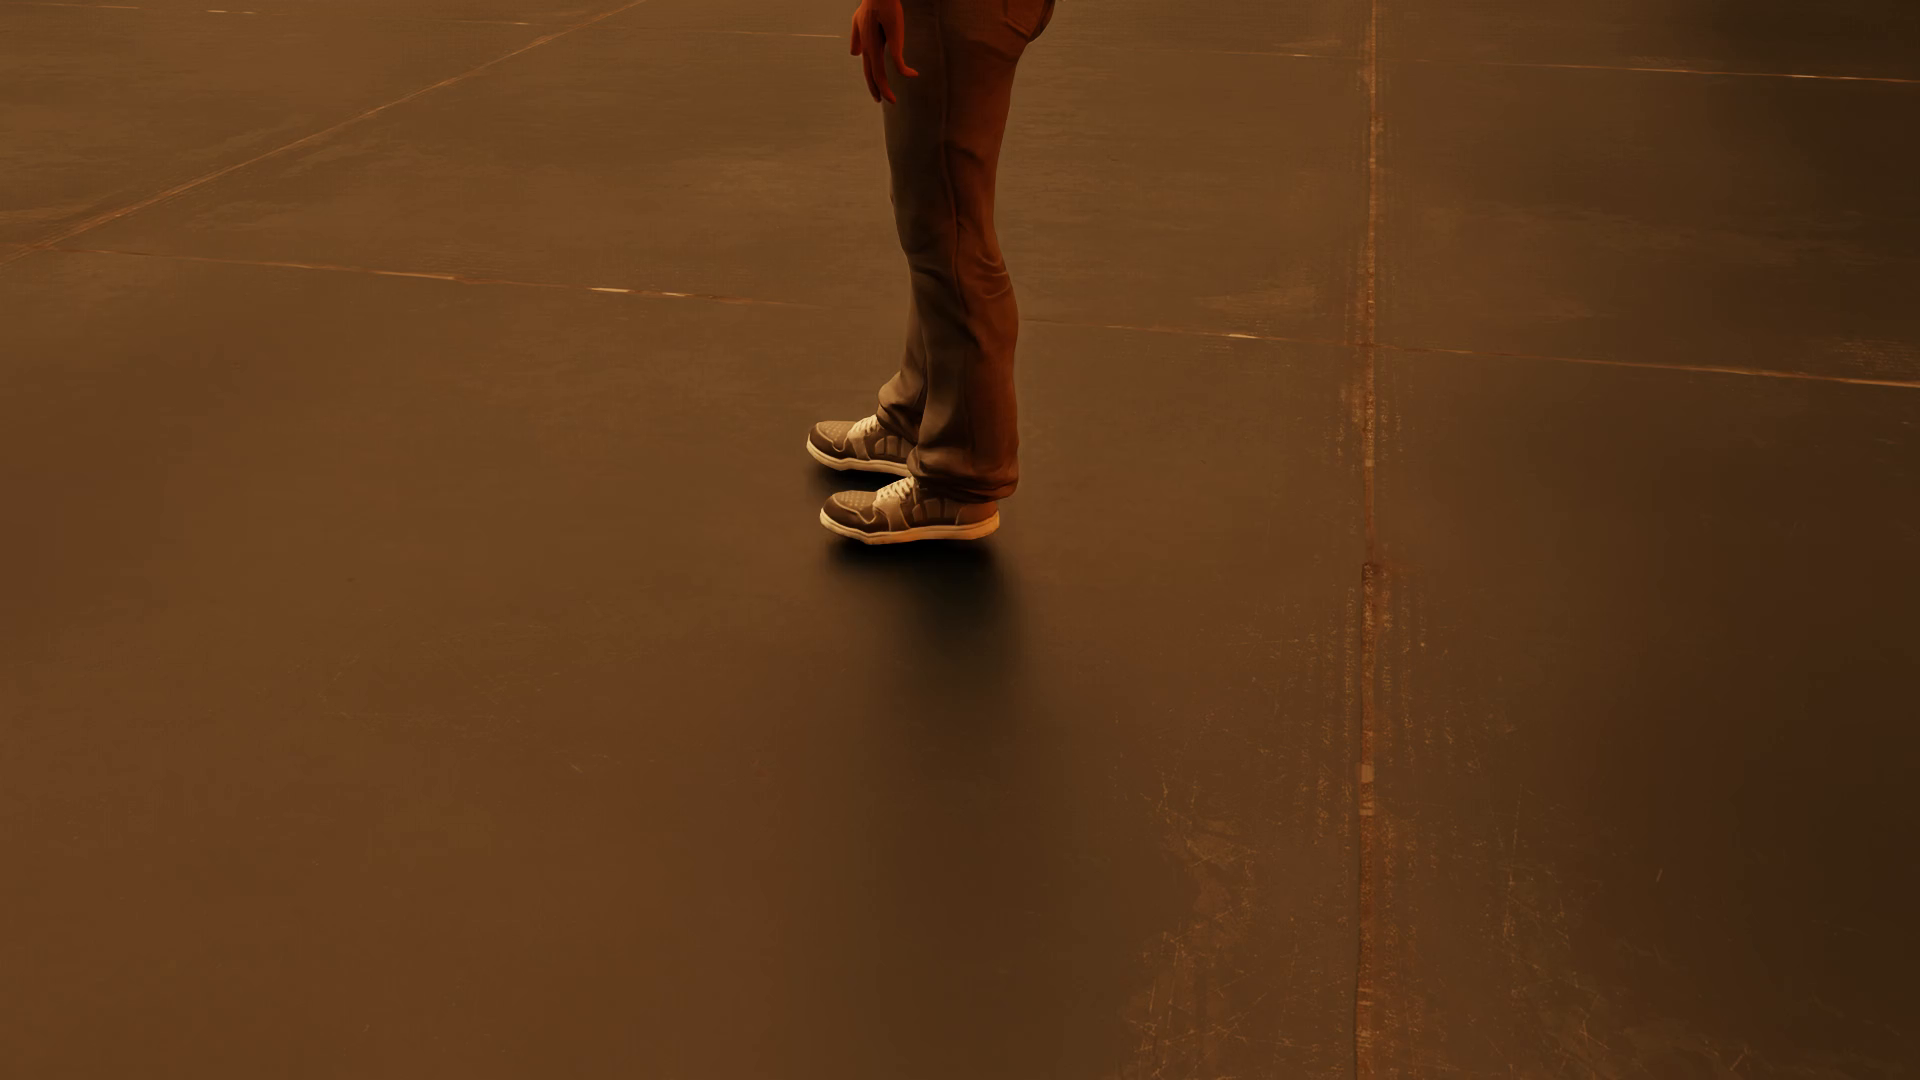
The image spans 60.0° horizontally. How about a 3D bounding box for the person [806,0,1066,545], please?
[{"bbox_3d":[-0.068,-0.733,2.164,0.475,1.597,0.520,6,27,11],"label":"person"}]
